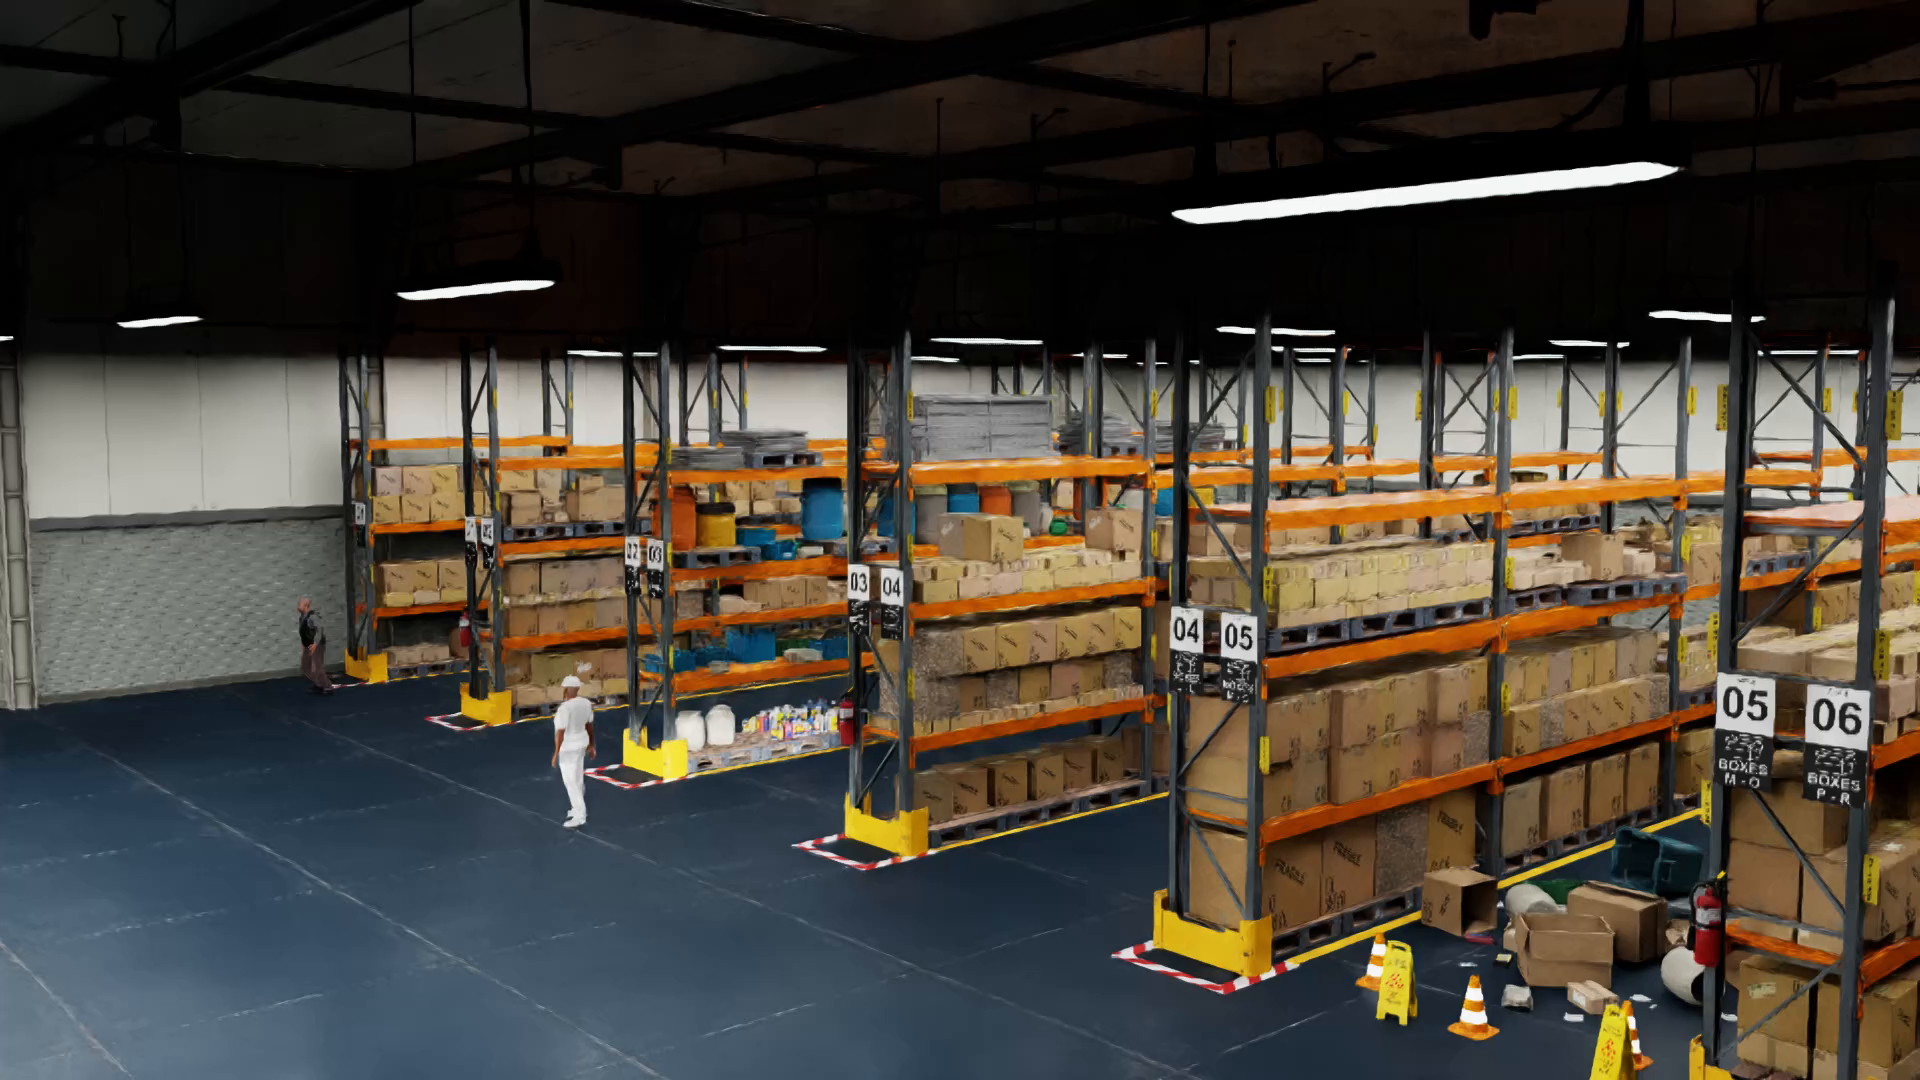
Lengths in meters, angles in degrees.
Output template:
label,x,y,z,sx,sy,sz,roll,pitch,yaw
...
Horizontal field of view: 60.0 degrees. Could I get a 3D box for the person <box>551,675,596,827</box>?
label,x,y,z,sx,sy,sz,roll,pitch,yaw
person,-4.639,2.511,19.941,0.475,1.764,0.747,2,5,19

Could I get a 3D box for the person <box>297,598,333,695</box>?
label,x,y,z,sx,sy,sz,roll,pitch,yaw
person,-11.002,1.803,28.320,0.530,1.673,0.677,-5,7,-43
